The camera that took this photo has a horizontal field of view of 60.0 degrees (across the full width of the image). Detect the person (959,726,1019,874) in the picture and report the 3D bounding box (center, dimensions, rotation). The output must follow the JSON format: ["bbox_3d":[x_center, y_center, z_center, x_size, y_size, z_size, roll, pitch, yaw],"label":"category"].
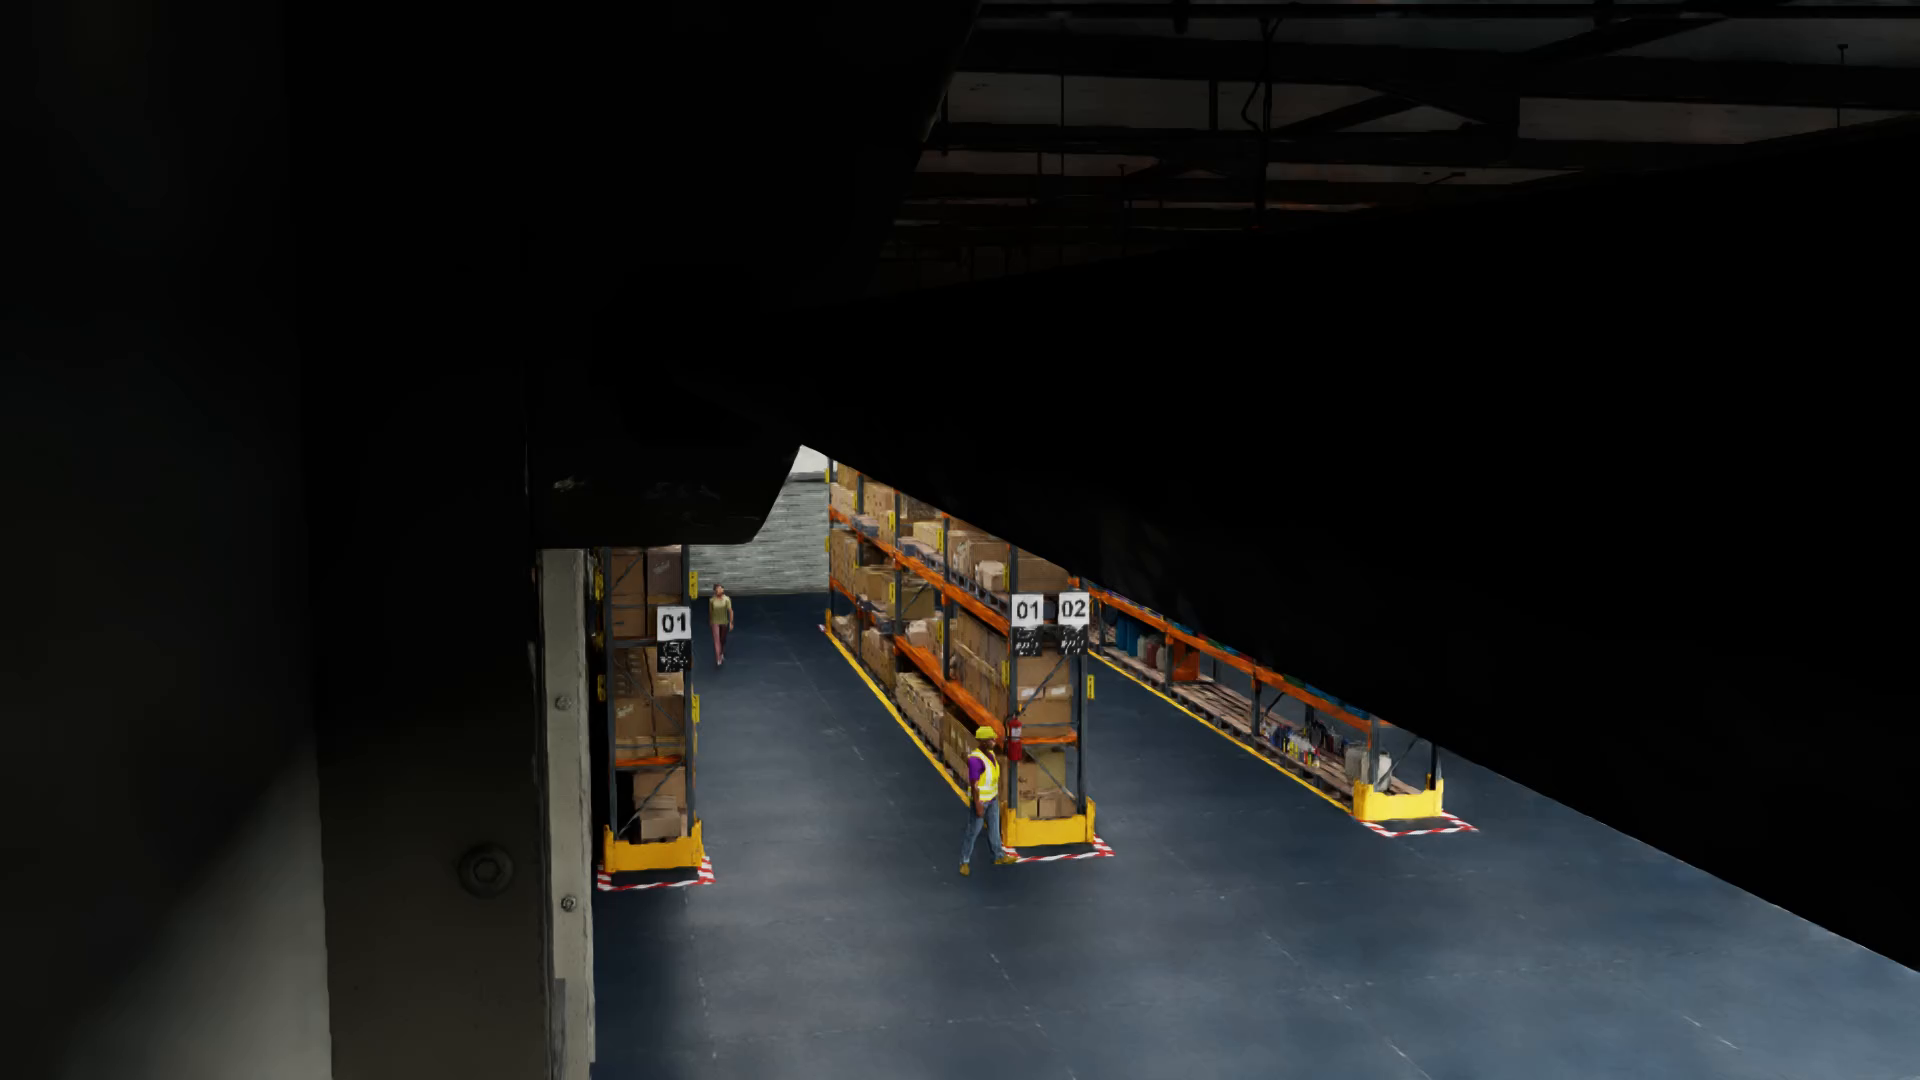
[{"bbox_3d":[0.313,3.084,19.939,0.566,1.755,0.744,3,8,25],"label":"person"}]

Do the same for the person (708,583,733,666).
[{"bbox_3d":[-4.717,1.619,32.821,0.458,1.584,1.019,-2,7,-14],"label":"person"}]
